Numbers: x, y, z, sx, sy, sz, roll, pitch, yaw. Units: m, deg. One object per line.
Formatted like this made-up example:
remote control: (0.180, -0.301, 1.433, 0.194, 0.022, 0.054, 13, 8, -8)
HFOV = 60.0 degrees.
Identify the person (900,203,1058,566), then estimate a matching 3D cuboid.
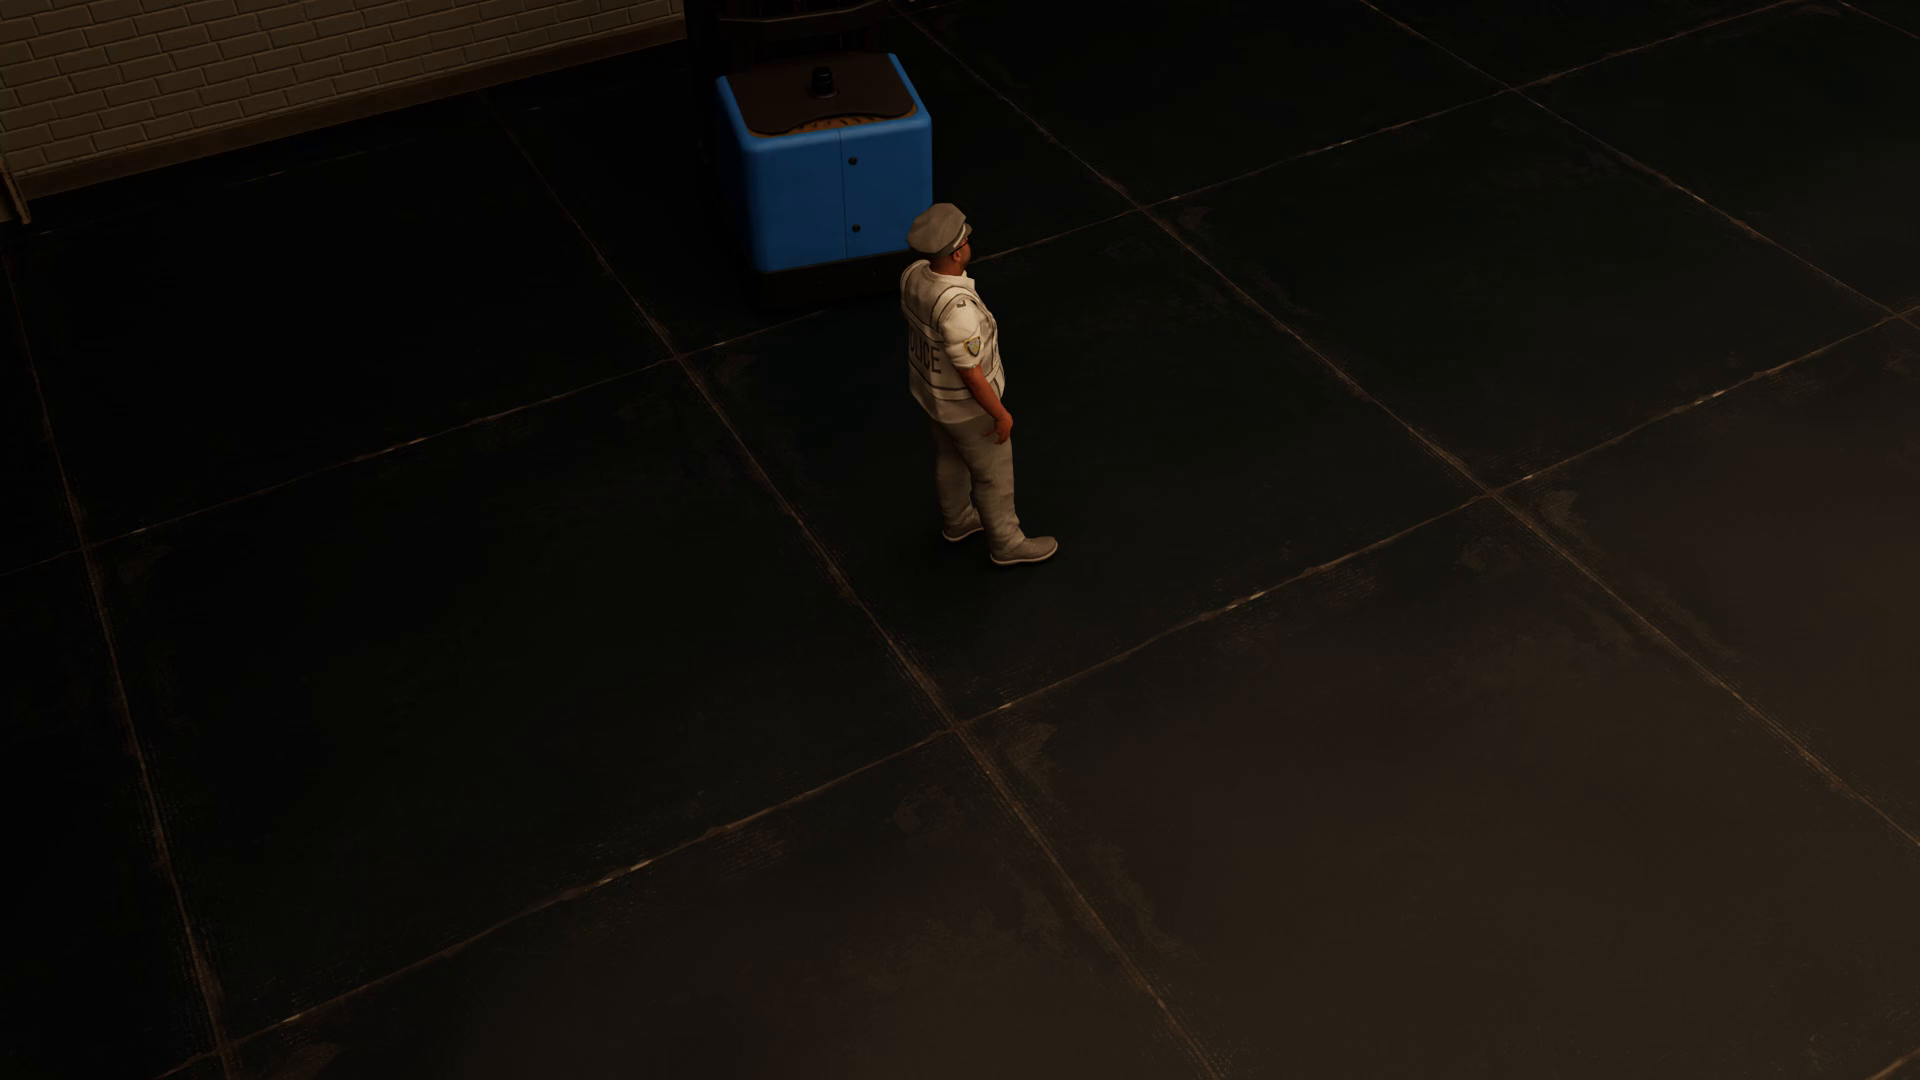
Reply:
person: (0.073, -0.679, 7.263, 0.574, 1.781, 0.641, -21, 47, -21)

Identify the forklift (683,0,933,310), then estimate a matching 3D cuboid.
forklift: (-1.040, -3.353, 9.314, 1.130, 2.935, 3.031, -11, 44, -12)
